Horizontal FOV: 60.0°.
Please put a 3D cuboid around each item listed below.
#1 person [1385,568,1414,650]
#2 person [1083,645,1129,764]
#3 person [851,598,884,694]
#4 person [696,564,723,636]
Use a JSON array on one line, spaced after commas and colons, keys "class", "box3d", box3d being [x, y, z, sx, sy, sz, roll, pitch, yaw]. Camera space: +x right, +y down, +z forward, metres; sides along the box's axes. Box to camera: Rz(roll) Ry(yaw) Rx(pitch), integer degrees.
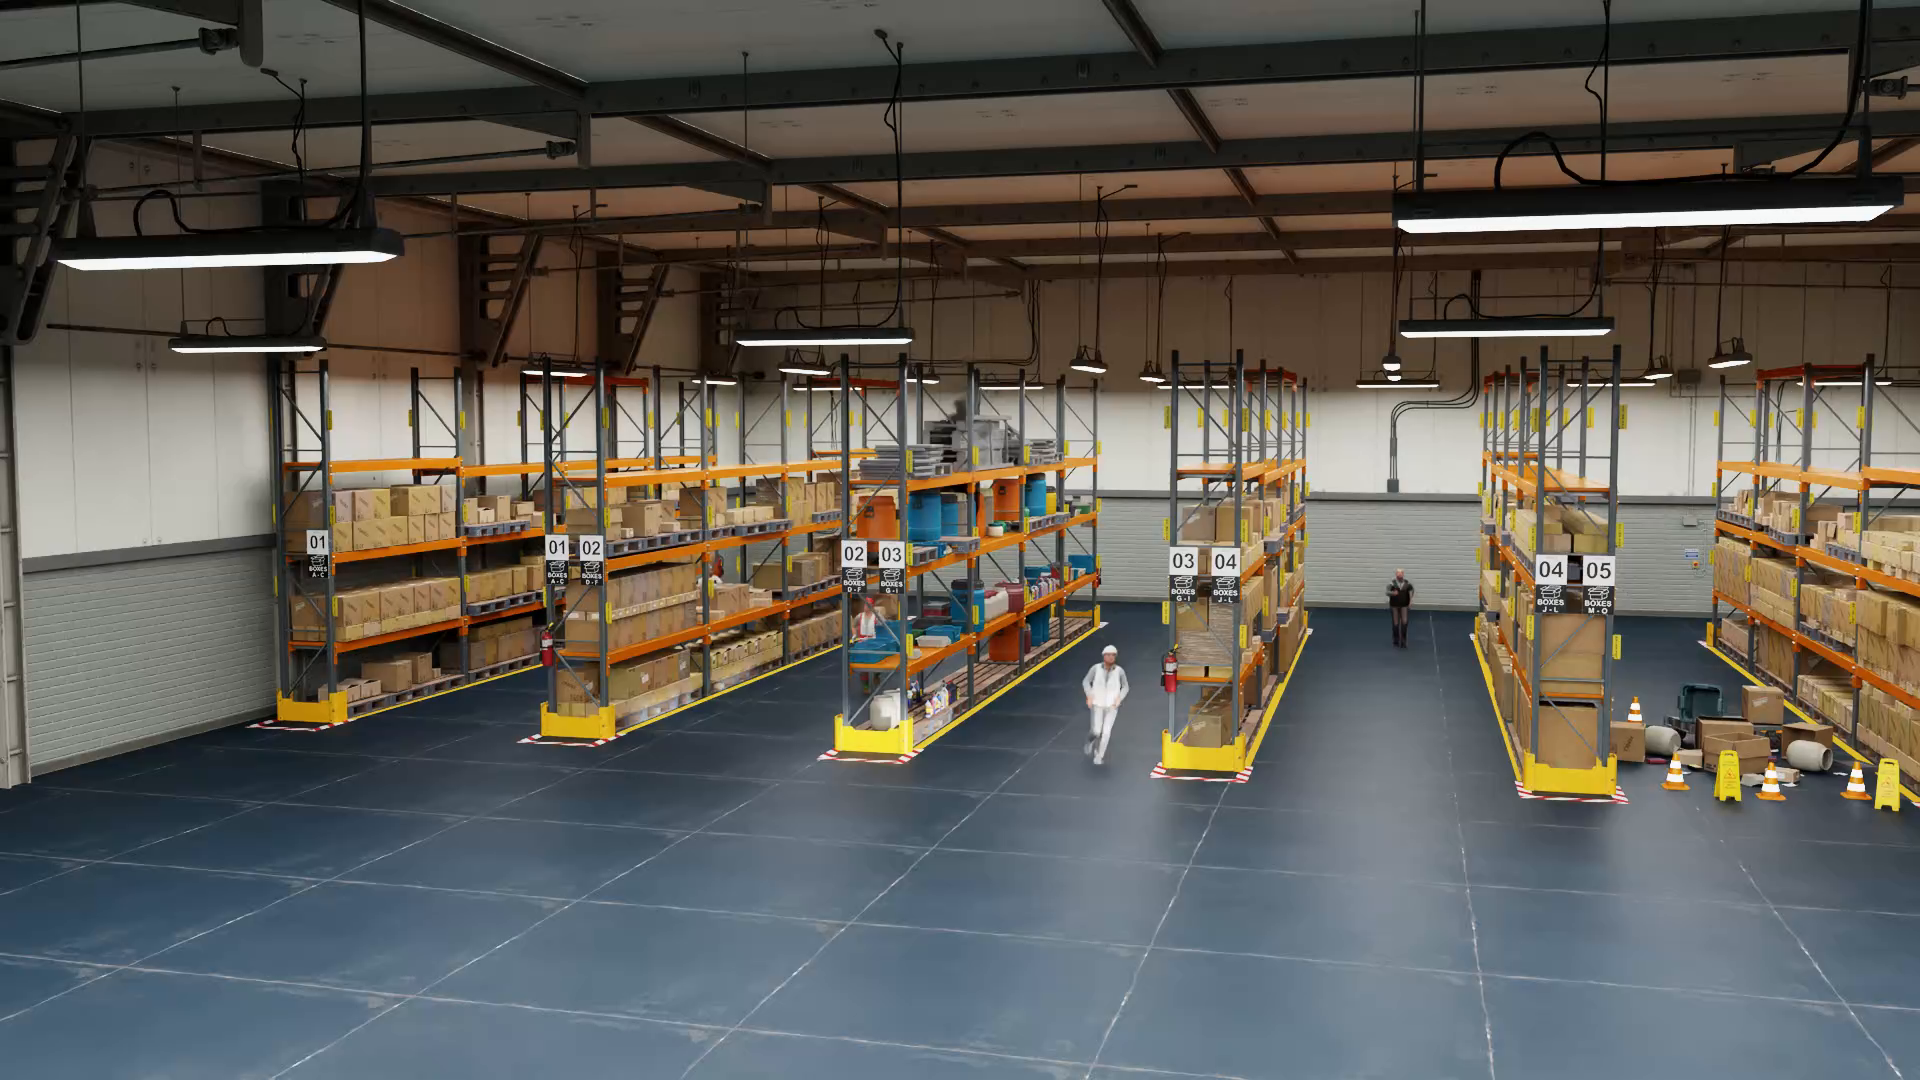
[{"class": "person", "box3d": [9.678, 1.513, 36.597, 0.635, 1.775, 0.734, 1, 4, 12]}, {"class": "person", "box3d": [2.146, 2.410, 24.340, 0.663, 1.751, 0.560, 0, 4, -1]}, {"class": "person", "box3d": [-1.684, 1.935, 30.534, 0.663, 1.748, 0.754, 0, 4, 7]}, {"class": "person", "box3d": [-5.743, 1.404, 38.081, 0.671, 1.735, 0.596, 0, 4, 2]}]
